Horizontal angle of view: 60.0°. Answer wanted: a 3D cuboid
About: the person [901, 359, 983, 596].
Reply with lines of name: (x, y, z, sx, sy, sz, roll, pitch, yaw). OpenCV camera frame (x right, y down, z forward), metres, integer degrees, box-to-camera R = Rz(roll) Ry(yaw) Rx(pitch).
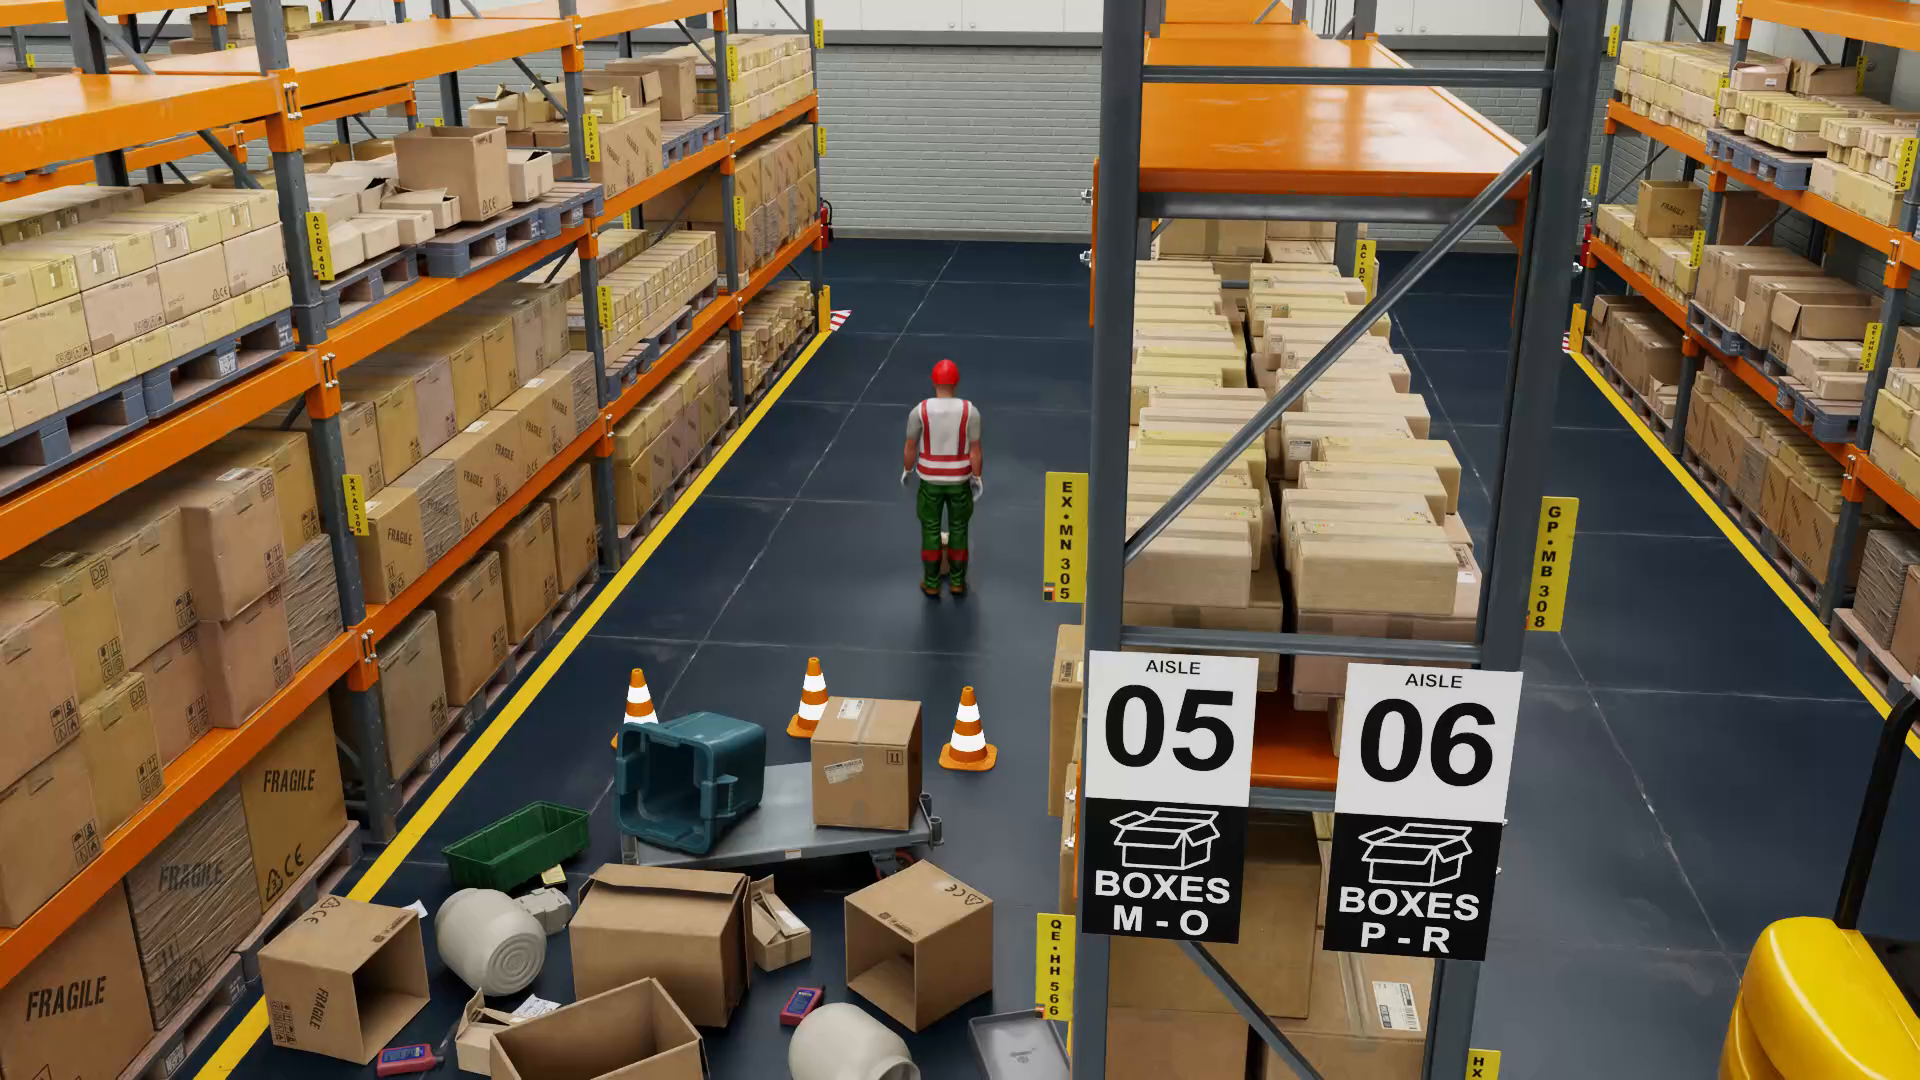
person: (-0.135, -0.456, 12.197, 0.599, 1.814, 0.429, 0, 21, -1)
